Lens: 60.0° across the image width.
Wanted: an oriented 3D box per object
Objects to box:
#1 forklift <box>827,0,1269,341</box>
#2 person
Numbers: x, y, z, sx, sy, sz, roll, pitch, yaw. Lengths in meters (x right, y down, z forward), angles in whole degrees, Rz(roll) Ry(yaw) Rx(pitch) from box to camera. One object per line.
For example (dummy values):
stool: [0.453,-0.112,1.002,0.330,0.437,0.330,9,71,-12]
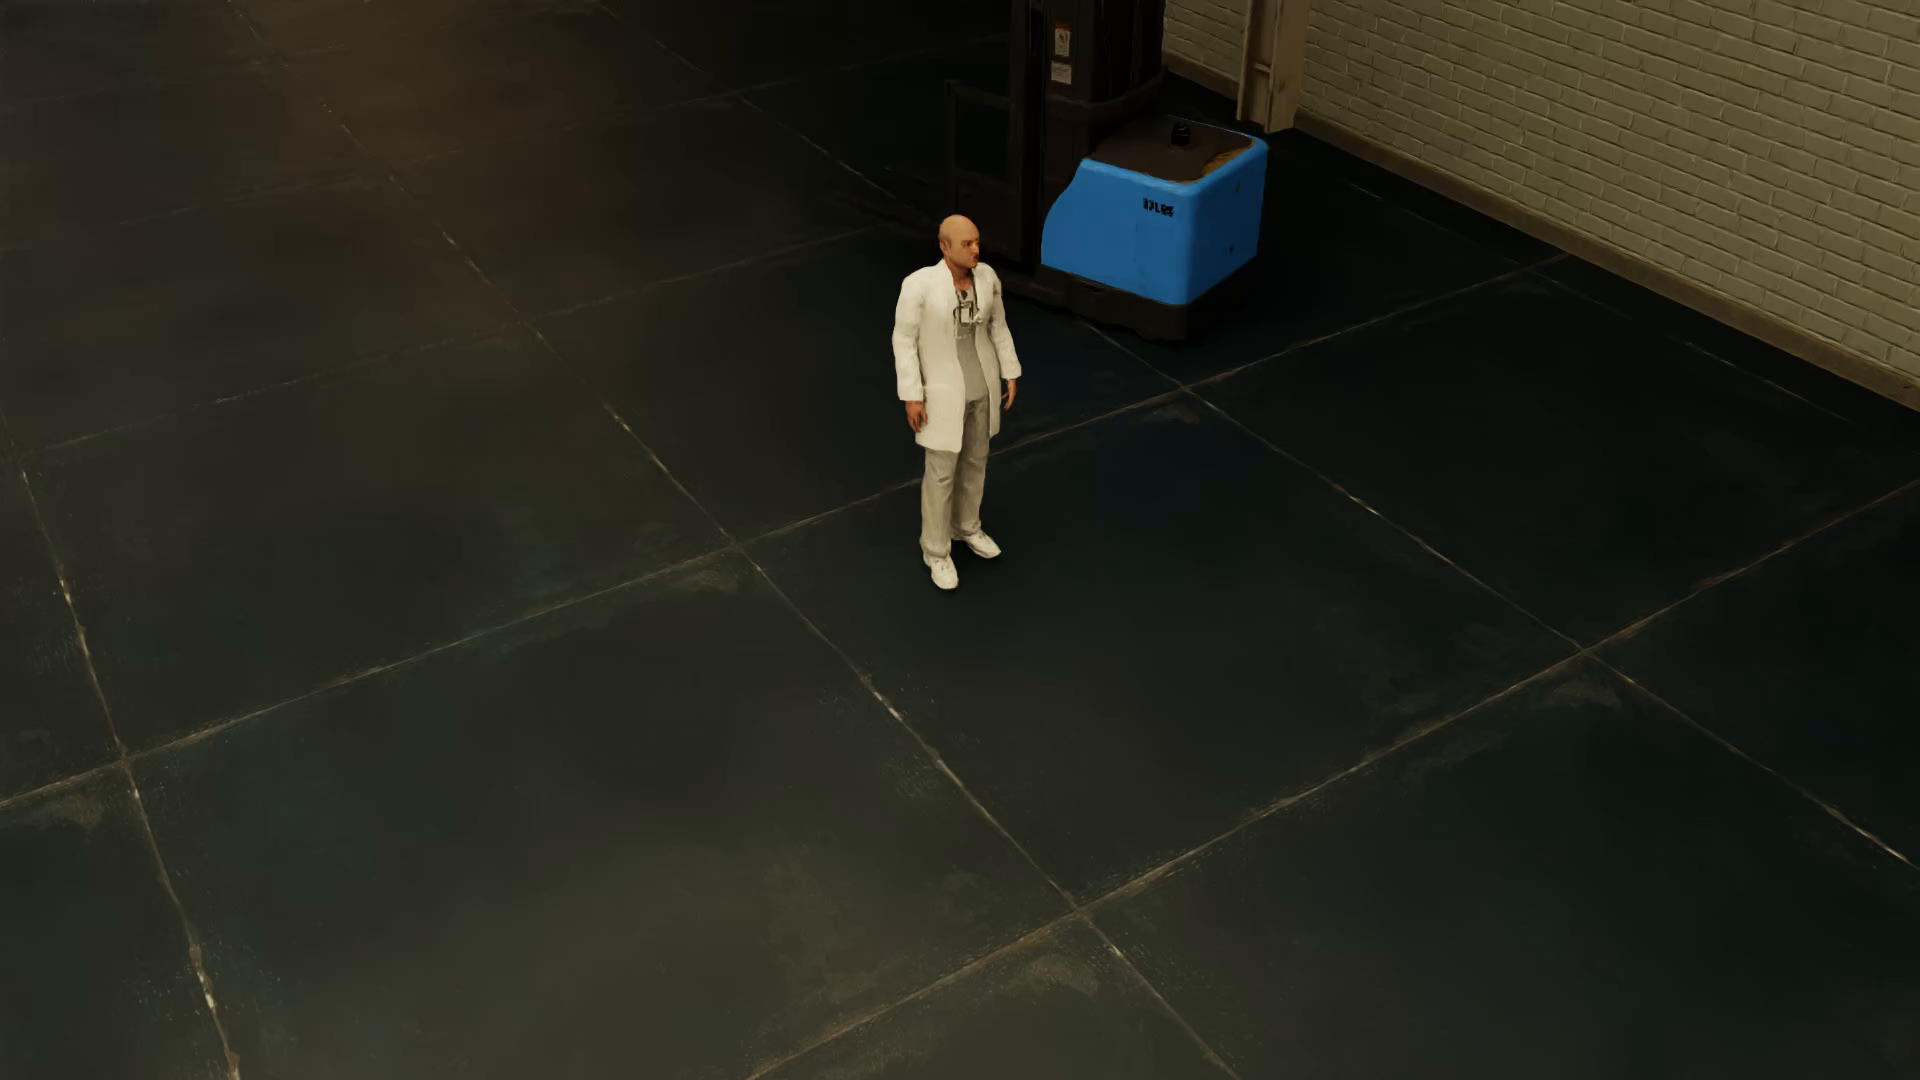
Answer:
forklift: [0.464,-3.114,10.579,3.031,2.935,1.130,23,41,29]
person: [0.046,-0.688,8.118,0.694,1.776,0.579,-21,40,-27]
